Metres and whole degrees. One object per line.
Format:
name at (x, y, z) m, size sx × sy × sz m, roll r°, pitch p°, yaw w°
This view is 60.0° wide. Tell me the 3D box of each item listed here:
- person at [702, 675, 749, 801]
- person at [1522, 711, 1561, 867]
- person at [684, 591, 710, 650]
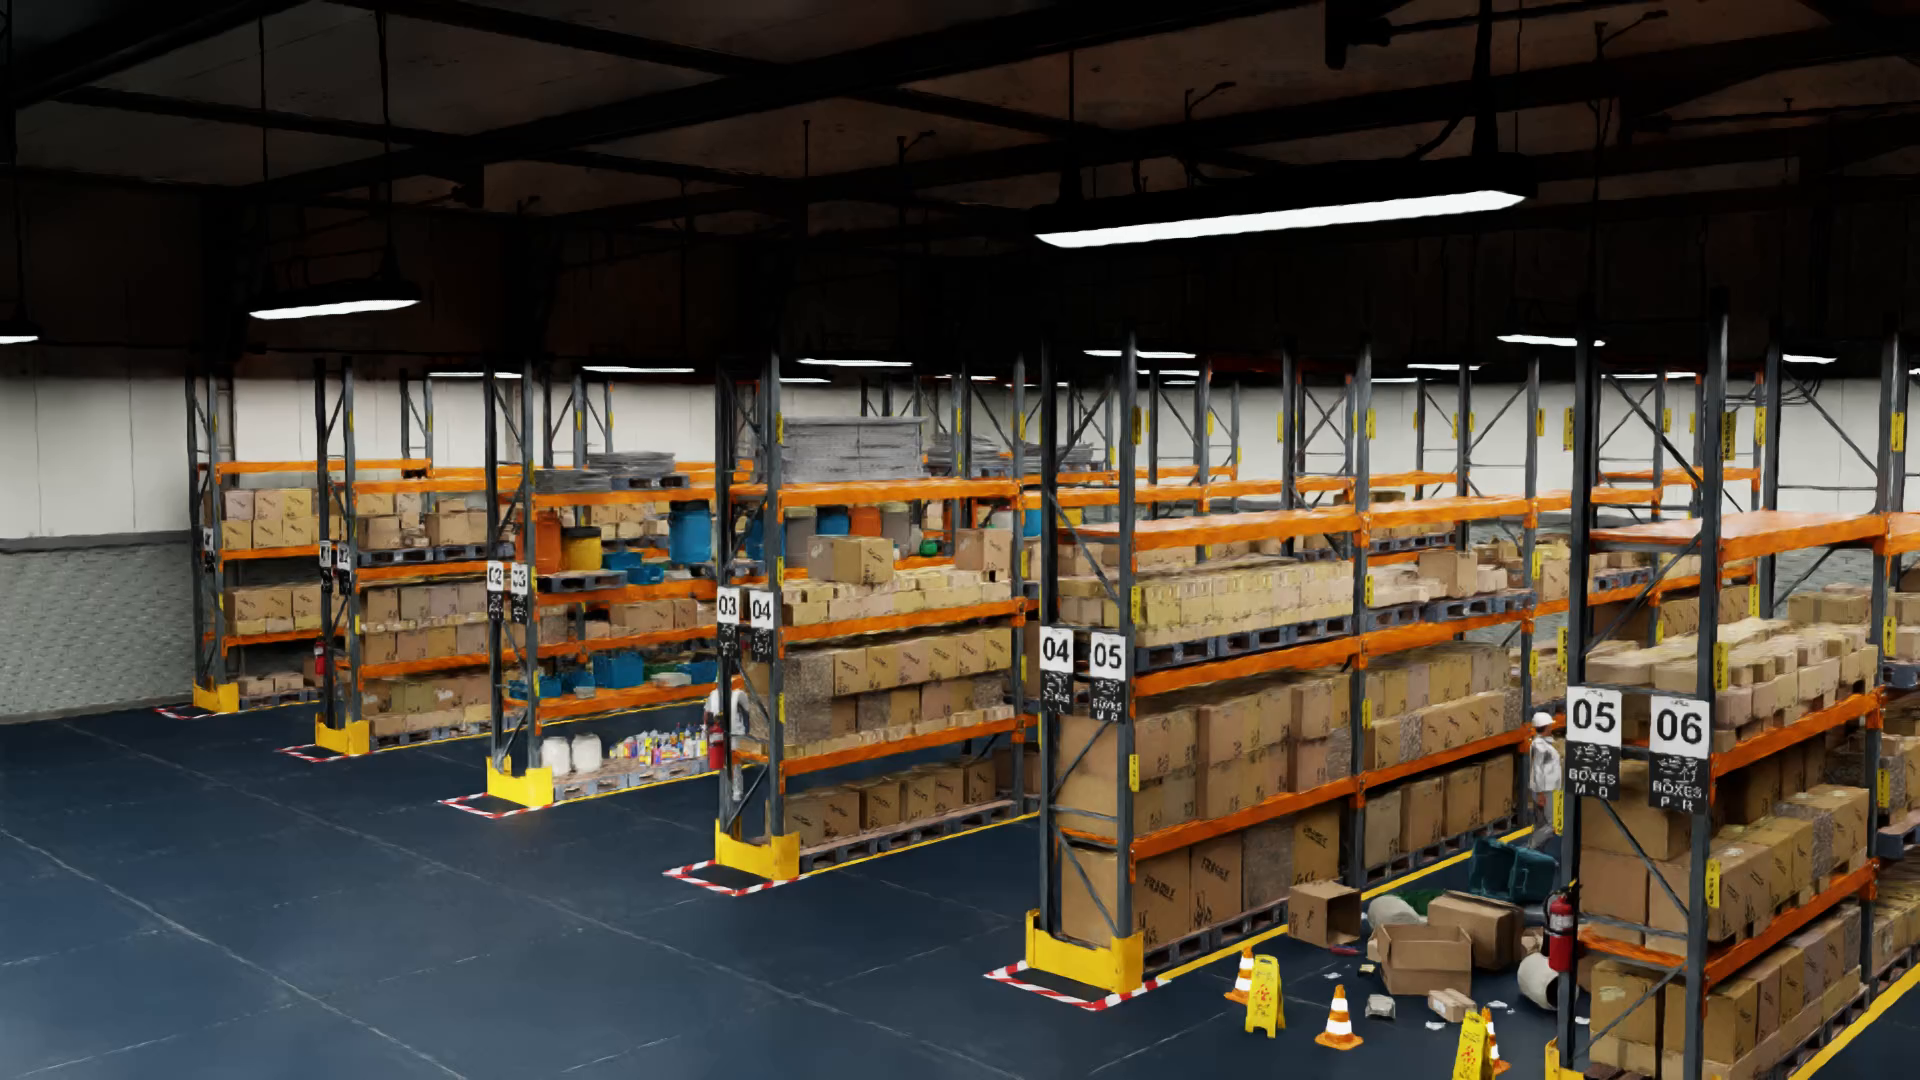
person at (-3.083, 2.592, 22.258) m, size 0.696 × 1.717 × 0.798 m, roll 2°, pitch 5°, yaw 24°
person at (6.605, 2.836, 18.872) m, size 0.447 × 1.767 × 0.569 m, roll 2°, pitch 5°, yaw 19°
person at (-5.363, 1.799, 33.792) m, size 0.430 × 1.540 × 0.949 m, roll 4°, pitch 6°, yaw 42°
